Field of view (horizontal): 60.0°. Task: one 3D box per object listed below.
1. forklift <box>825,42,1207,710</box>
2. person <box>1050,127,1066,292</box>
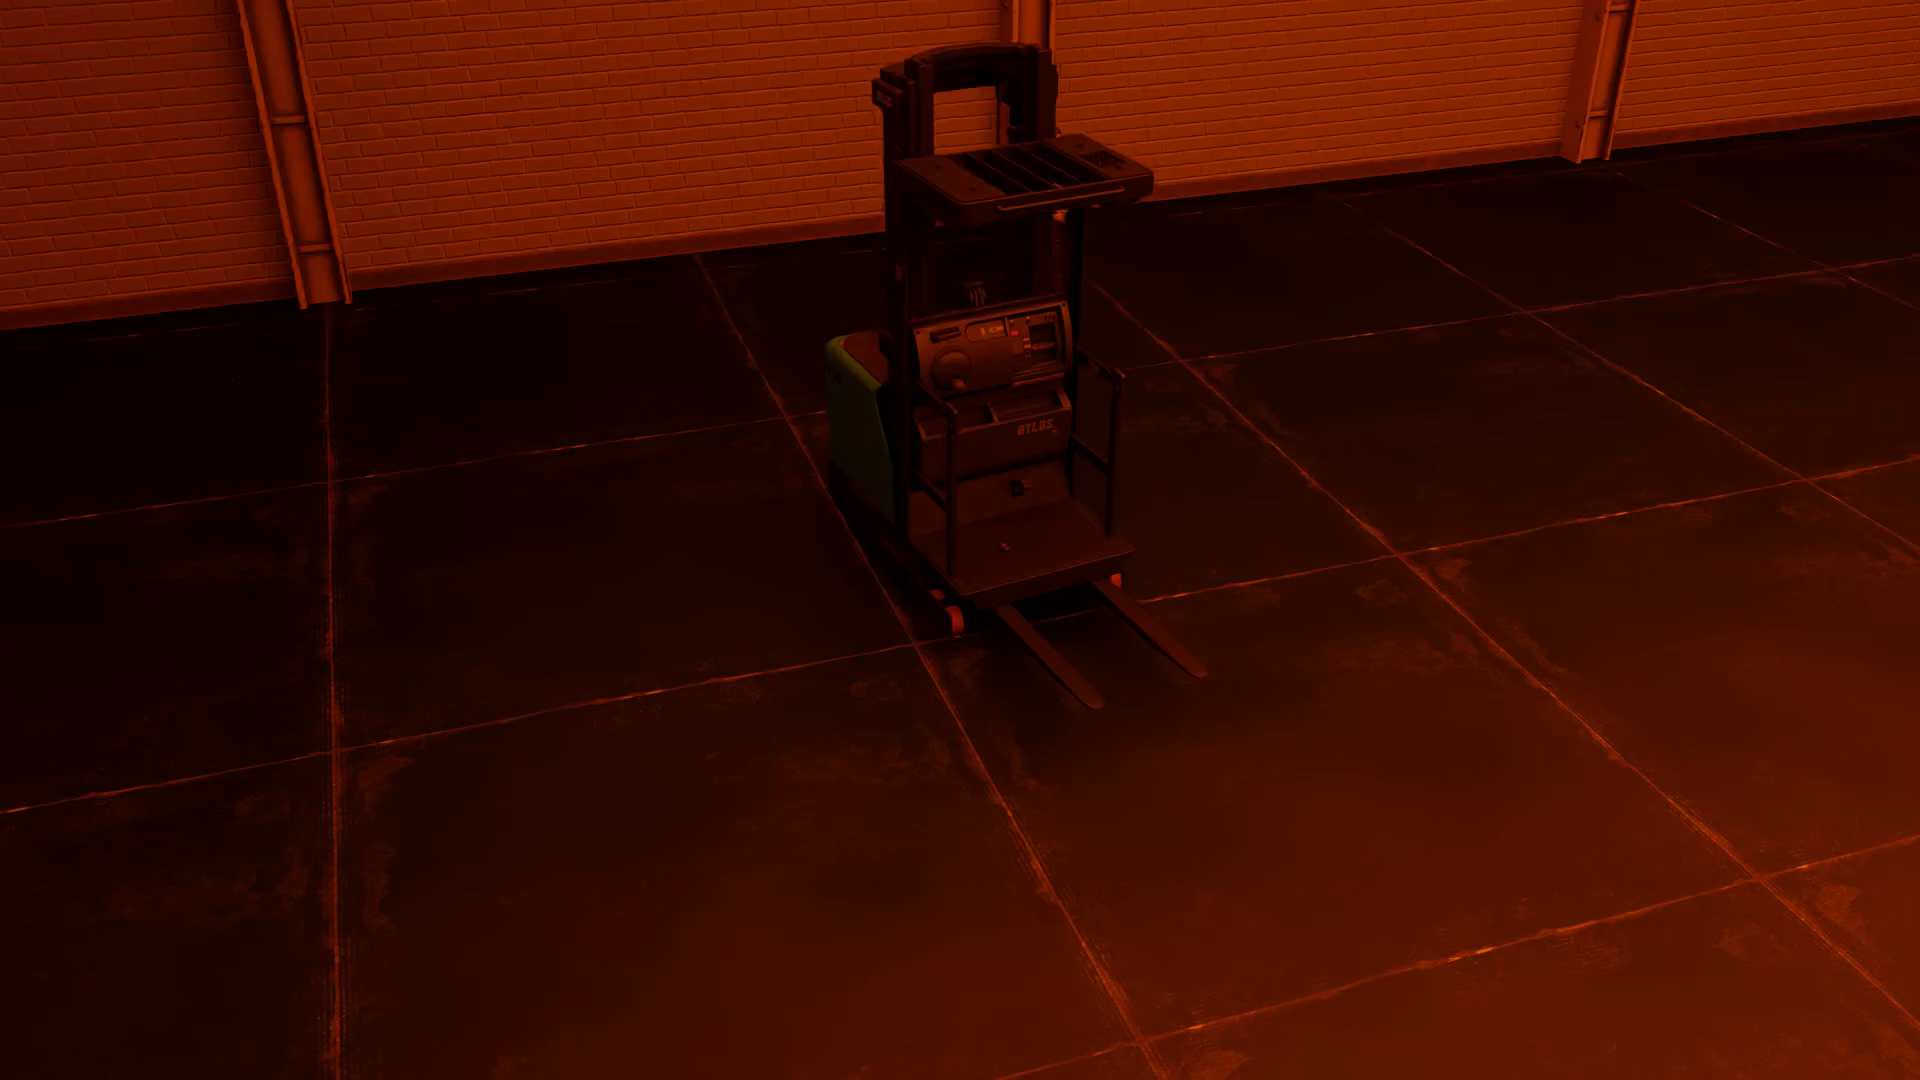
[{"bbox_3d":[0.281,-0.999,8.823,1.130,2.935,3.031,-14,33,-23],"label":"forklift"},{"bbox_3d":[0.670,-2.219,12.252,0.446,1.631,0.643,1,30,2],"label":"person"}]
